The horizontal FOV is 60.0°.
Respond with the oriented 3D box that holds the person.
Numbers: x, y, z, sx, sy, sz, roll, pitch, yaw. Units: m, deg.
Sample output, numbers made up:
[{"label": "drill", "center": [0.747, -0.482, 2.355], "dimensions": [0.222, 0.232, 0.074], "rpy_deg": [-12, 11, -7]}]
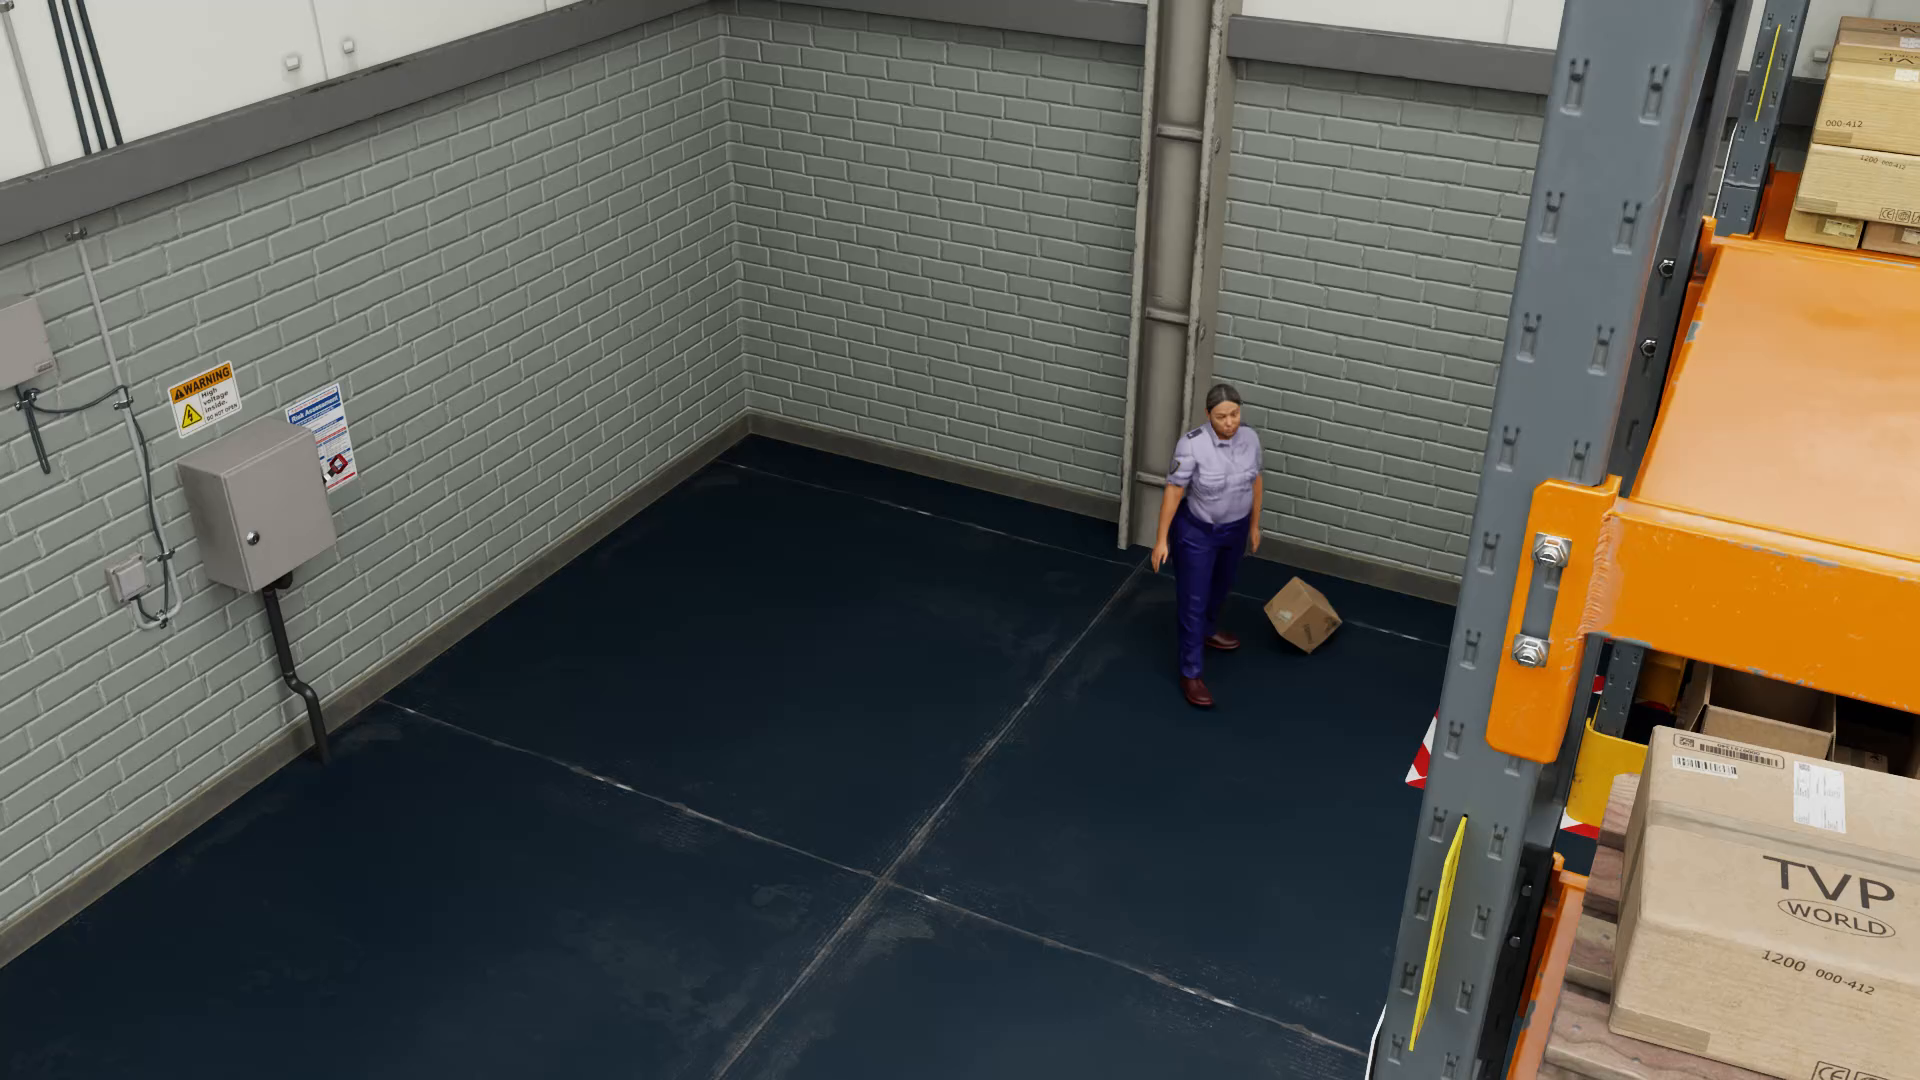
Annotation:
[{"label": "person", "center": [1.253, -0.010, 8.307], "dimensions": [0.670, 1.623, 0.613], "rpy_deg": [-15, 33, -24]}]
